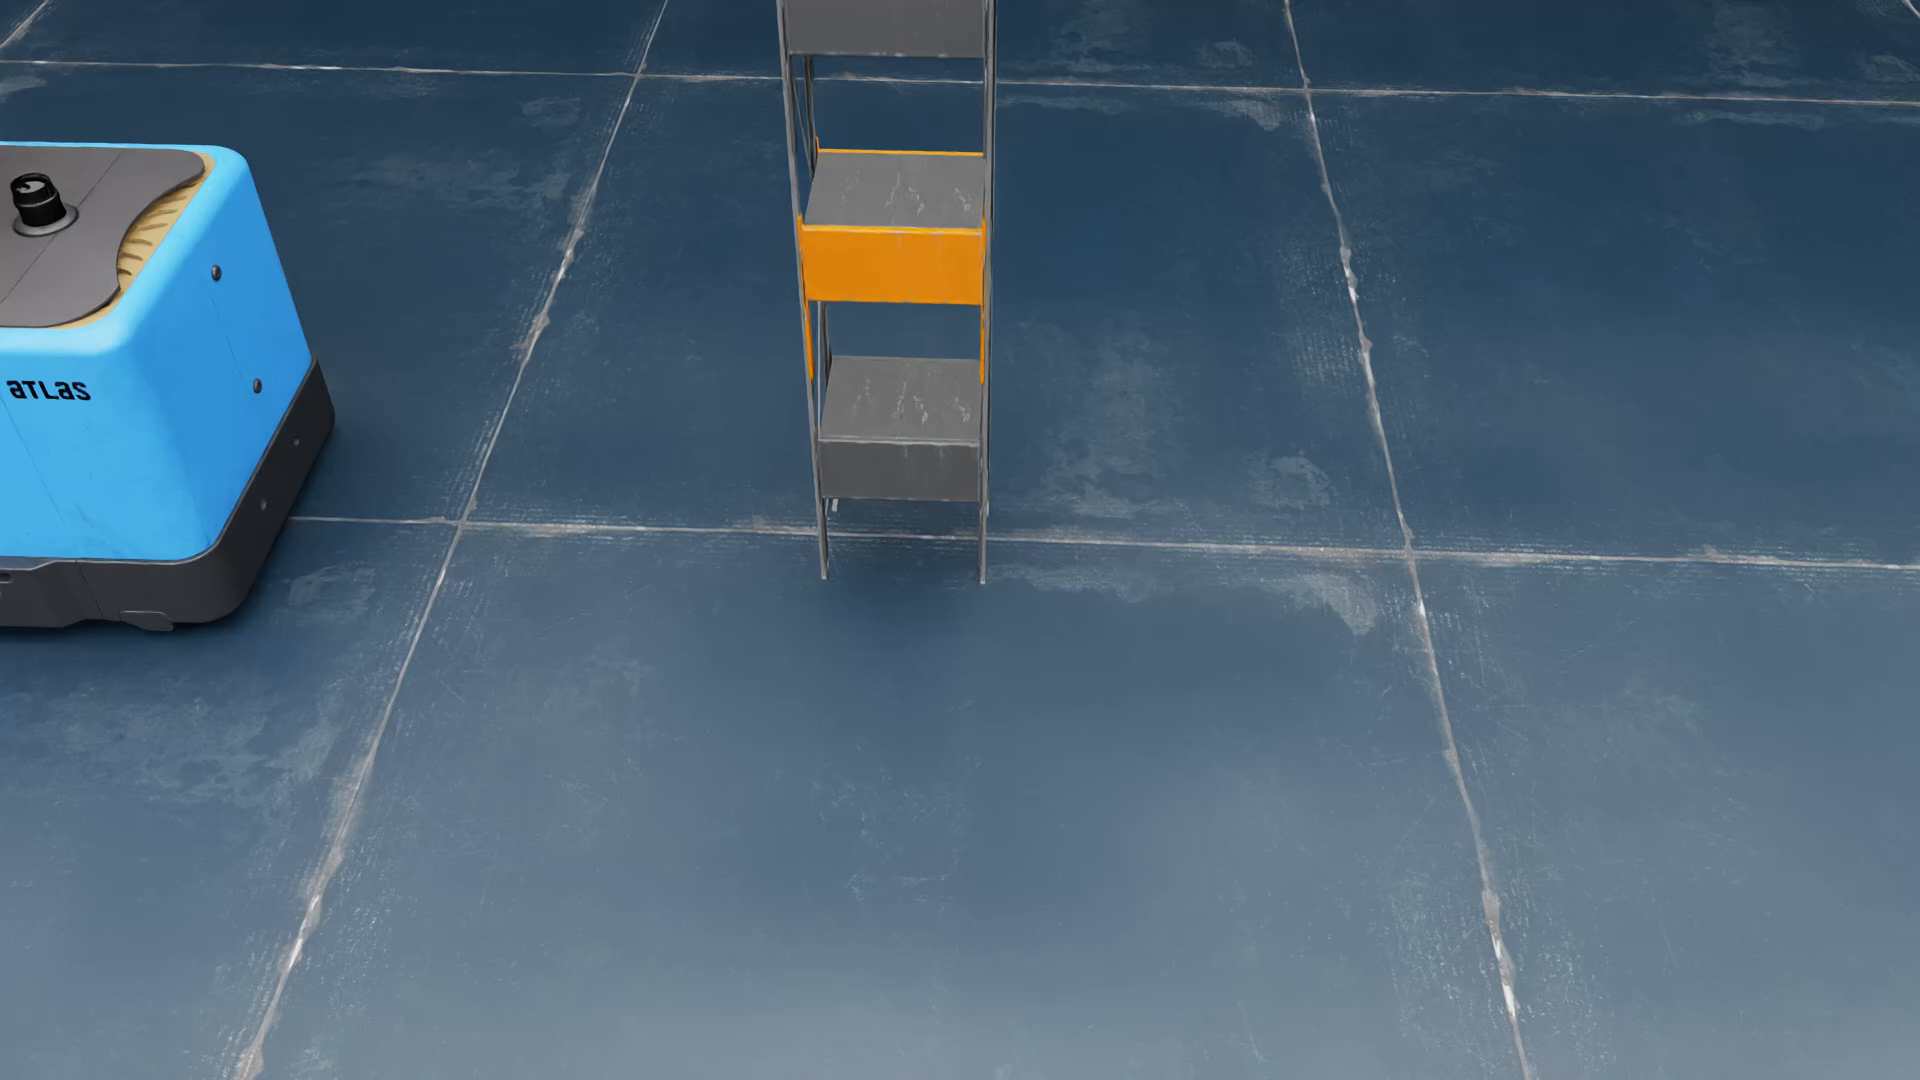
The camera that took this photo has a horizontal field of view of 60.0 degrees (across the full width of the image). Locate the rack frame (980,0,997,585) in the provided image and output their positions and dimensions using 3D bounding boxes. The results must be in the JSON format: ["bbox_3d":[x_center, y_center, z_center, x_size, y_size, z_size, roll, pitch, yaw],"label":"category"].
[{"bbox_3d":[0.078,-0.766,4.532,0.015,2.100,0.400,2,43,2],"label":"rack frame"}]

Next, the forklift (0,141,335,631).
[{"bbox_3d":[-3.628,-1.173,4.359,3.031,2.935,1.130,2,43,2],"label":"forklift"}]

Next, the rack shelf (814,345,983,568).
[{"bbox_3d":[-0.165,-0.251,5.026,0.480,0.518,0.431,2,43,2],"label":"rack shelf"}]

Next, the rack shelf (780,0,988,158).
[{"bbox_3d":[-0.165,-1.276,4.072,0.480,0.518,0.431,2,43,2],"label":"rack shelf"}]

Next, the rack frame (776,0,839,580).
[{"bbox_3d":[-0.409,-0.781,4.548,0.015,2.100,0.400,2,43,2],"label":"rack frame"}]

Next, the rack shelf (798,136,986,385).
[{"bbox_3d":[-0.165,-0.763,4.549,0.480,0.518,0.431,2,43,2],"label":"rack shelf"}]

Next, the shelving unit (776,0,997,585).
[{"bbox_3d":[-0.165,-0.773,4.540,0.503,2.100,0.431,2,43,2],"label":"shelving unit"}]
